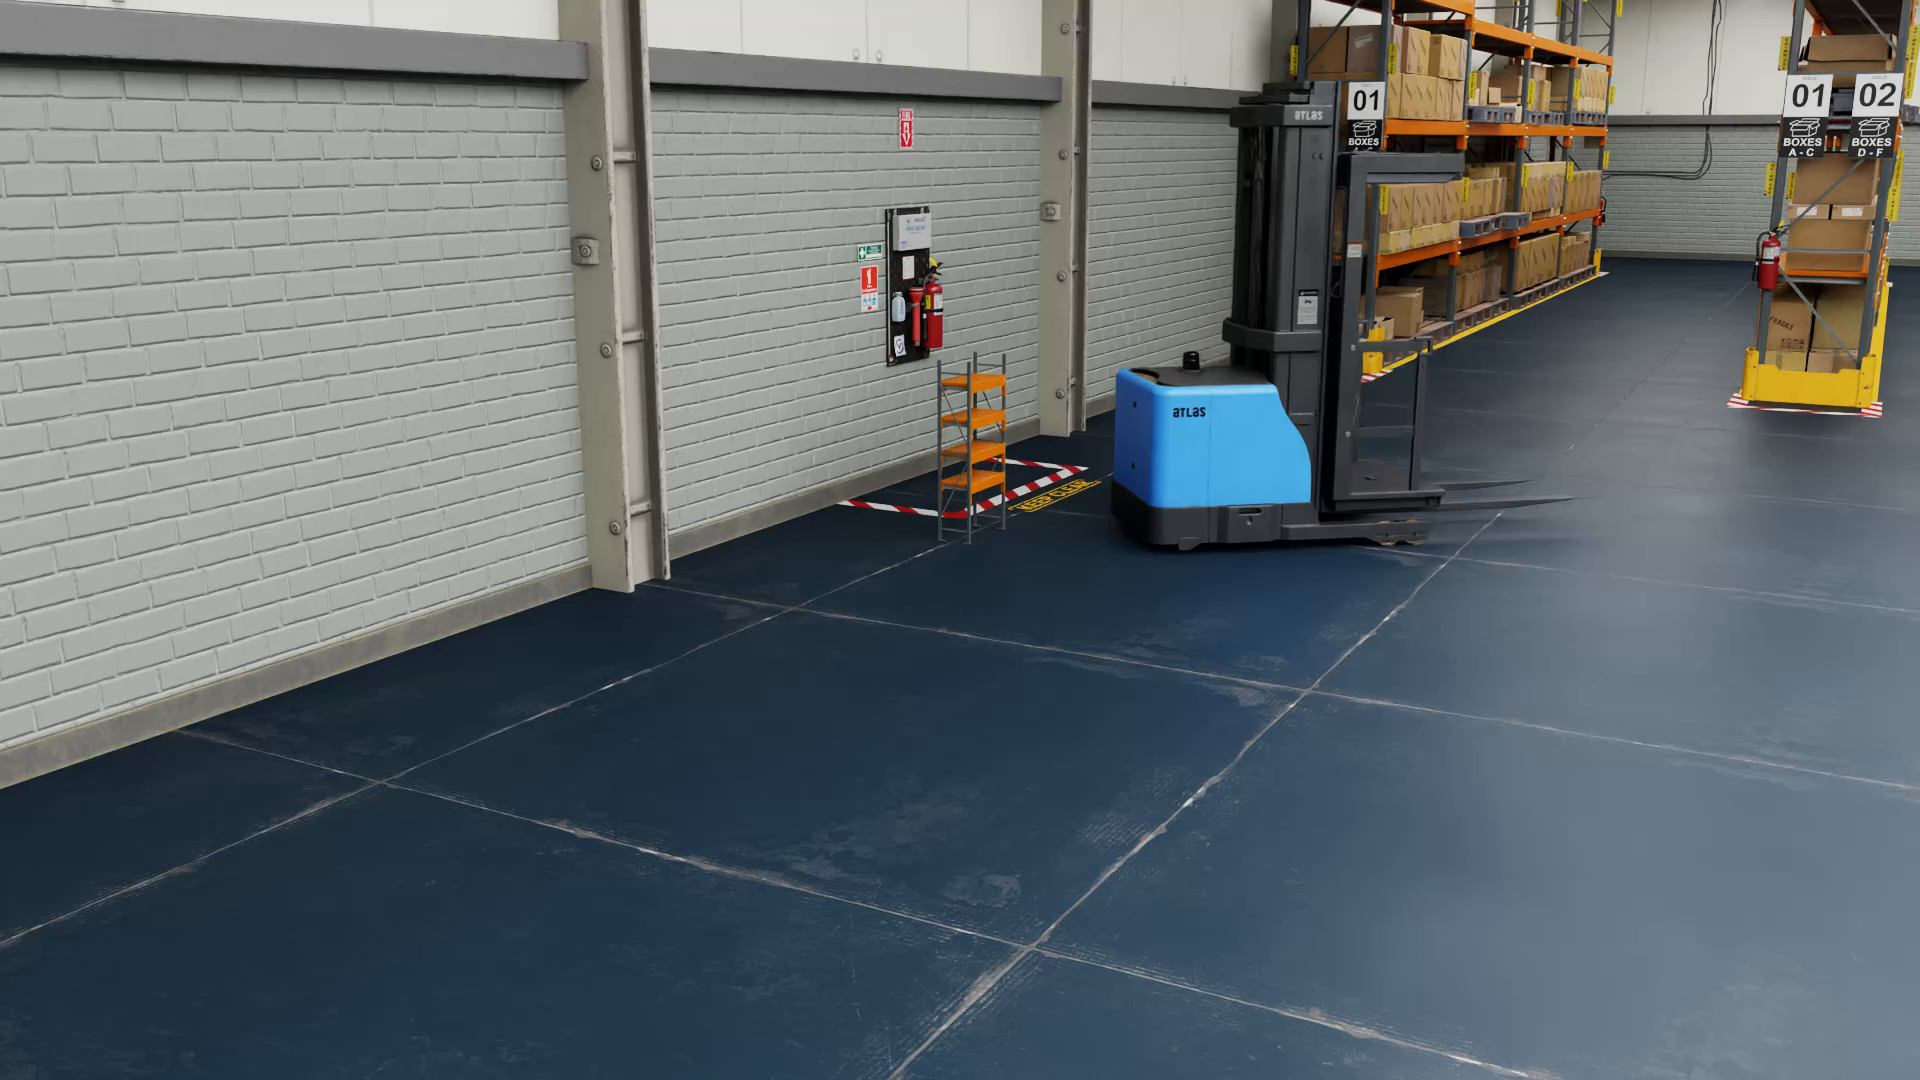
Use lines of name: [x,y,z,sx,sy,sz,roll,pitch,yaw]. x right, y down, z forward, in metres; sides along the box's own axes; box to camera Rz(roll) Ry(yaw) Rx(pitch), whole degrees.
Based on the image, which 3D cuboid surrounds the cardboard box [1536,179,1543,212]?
cardboard box: [9.067,-5.549,26.762,0.500,0.500,0.500,7,15,28]

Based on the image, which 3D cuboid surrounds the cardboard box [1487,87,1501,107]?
cardboard box: [7.398,-6.330,24.229,0.797,0.503,0.637,10,17,36]

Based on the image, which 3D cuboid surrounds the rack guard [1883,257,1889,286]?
rack guard: [16.275,-4.918,30.366,1.175,0.500,0.348,7,15,28]

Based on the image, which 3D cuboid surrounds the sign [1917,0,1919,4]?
sign: [16.787,-9.529,29.028,0.100,0.325,0.005,7,15,28]

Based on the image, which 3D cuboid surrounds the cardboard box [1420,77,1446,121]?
cardboard box: [5.654,-5.412,20.425,0.500,0.500,0.500,7,15,26]

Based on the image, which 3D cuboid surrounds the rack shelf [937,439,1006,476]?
rack shelf: [0.080,-0.552,11.050,0.258,0.148,0.480,7,15,28]

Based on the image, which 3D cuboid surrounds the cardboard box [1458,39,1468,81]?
cardboard box: [6.167,-6.116,21.214,0.500,0.500,0.500,6,15,23]

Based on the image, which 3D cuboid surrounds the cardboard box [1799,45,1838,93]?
cardboard box: [9.604,-5.144,18.154,0.797,0.503,0.637,9,16,34]

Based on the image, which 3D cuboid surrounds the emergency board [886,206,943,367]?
emergency board: [-0.309,-1.934,12.657,0.194,1.169,0.643,7,15,28]

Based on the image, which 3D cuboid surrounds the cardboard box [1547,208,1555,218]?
cardboard box: [9.782,-5.511,27.987,0.380,0.149,0.250,7,15,28]

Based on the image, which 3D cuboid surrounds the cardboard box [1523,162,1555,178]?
cardboard box: [9.535,-6.123,27.539,0.500,0.250,0.500,8,16,29]

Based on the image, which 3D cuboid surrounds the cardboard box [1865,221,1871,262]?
cardboard box: [9.308,-3.218,17.770,0.700,0.500,0.500,7,15,28]

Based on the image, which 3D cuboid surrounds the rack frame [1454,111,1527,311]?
rack frame: [8.106,-5.068,25.654,1.000,3.000,0.127,7,15,28]

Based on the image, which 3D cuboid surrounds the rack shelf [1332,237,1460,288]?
rack shelf: [5.205,-3.487,20.633,1.077,0.370,4.000,7,15,28]

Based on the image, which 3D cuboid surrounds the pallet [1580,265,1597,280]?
pallet: [11.655,-5.181,32.072,1.003,0.211,1.213,7,15,28]

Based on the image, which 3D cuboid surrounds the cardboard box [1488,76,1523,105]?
cardboard box: [8.286,-6.893,25.671,0.700,0.500,0.500,6,15,24]

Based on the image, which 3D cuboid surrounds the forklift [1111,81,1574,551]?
forklift: [2.611,-1.504,11.017,3.031,2.935,1.130,-2,14,-10]

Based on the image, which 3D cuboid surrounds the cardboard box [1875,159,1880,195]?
cardboard box: [10.301,-4.274,19.381,0.700,0.500,0.500,7,15,28]

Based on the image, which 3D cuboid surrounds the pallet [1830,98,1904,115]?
pallet: [9.530,-4.675,17.812,1.003,0.211,1.213,7,15,28]

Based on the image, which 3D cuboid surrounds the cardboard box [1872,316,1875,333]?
cardboard box: [11.170,-2.714,20.860,0.500,0.250,0.500,8,16,29]

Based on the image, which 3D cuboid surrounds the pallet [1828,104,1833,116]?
pallet: [10.925,-5.234,20.353,0.805,0.209,1.217,7,15,26]

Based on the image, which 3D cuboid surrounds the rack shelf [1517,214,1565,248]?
rack shelf: [9.073,-5.128,27.441,1.077,0.370,4.000,7,15,28]

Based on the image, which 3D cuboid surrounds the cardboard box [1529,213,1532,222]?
cardboard box: [8.800,-5.092,26.249,0.380,0.149,0.250,8,16,30]

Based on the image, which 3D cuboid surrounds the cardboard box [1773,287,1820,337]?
cardboard box: [9.289,-2.551,18.586,0.500,0.500,0.500,7,15,28]

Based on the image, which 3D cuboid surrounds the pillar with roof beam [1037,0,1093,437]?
pillar with roof beam: [4.688,-4.866,12.016,9.100,9.000,0.400,7,15,28]

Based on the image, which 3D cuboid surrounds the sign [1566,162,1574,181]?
sign: [10.519,-6.353,28.685,0.100,0.325,0.005,7,15,28]

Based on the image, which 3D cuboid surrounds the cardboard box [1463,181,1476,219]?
cardboard box: [6.724,-4.724,23.076,0.700,0.500,0.500,9,16,34]

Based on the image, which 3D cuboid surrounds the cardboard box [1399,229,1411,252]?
cardboard box: [4.991,-3.536,19.576,0.500,0.250,0.500,7,15,26]

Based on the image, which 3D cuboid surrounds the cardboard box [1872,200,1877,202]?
cardboard box: [9.576,-3.551,17.763,0.380,0.149,0.250,7,15,27]

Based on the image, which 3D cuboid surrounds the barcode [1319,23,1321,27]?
barcode: [4.144,-5.913,19.135,0.001,0.075,0.075,7,15,28]

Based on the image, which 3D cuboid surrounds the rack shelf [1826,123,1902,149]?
rack shelf: [11.477,-5.205,21.360,1.077,0.370,4.000,7,15,28]

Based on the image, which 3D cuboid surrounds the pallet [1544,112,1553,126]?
pallet: [8.909,-6.802,26.851,1.003,0.211,1.213,8,16,31]

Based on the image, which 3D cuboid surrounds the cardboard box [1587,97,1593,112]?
cardboard box: [11.105,-7.847,29.995,0.500,0.250,0.500,7,15,26]

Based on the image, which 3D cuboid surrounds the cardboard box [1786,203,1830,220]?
cardboard box: [8.595,-3.330,16.848,0.380,0.149,0.250,7,15,27]

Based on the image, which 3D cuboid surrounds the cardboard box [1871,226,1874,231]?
cardboard box: [12.251,-4.169,22.464,0.380,0.149,0.250,7,15,28]

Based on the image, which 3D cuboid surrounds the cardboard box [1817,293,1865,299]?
cardboard box: [9.501,-2.390,17.916,0.500,0.500,0.500,7,15,28]

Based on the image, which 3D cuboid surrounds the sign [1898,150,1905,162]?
sign: [16.788,-6.798,29.687,0.100,0.325,0.005,7,15,28]

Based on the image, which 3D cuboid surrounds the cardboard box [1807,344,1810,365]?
cardboard box: [8.808,-1.981,17.821,0.500,0.250,0.500,7,15,28]

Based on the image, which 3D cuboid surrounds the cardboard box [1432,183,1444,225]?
cardboard box: [5.725,-4.211,20.779,0.500,0.500,0.500,7,15,26]

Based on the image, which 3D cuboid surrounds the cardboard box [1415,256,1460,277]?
cardboard box: [6.723,-3.854,23.414,0.500,0.250,0.500,7,15,27]

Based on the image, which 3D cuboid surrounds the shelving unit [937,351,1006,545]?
shelving unit: [0.080,-0.617,11.034,0.258,1.200,0.503,7,15,28]

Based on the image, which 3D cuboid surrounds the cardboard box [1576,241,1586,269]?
cardboard box: [11.481,-5.440,31.638,0.700,0.500,0.500,7,15,28]

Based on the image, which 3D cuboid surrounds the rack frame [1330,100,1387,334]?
rack frame: [4.238,-3.426,18.846,1.000,3.000,0.127,7,15,28]

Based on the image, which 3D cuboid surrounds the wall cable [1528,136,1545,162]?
wall cable: [11.764,-7.573,33.878,0.084,1.984,1.851,7,15,28]

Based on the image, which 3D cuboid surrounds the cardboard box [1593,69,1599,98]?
cardboard box: [11.362,-8.321,30.360,0.500,0.500,0.500,7,15,26]

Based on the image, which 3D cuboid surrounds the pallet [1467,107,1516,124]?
pallet: [7.062,-5.942,23.280,1.213,0.211,1.003,7,15,28]

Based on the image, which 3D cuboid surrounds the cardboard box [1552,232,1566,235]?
cardboard box: [11.364,-5.803,31.756,0.380,0.149,0.250,7,15,28]

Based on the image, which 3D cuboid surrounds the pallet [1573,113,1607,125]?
pallet: [11.624,-7.971,31.485,1.003,0.211,1.213,7,15,28]

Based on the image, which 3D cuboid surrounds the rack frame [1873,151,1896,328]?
rack frame: [12.444,-4.507,23.329,1.000,3.000,0.127,7,15,28]

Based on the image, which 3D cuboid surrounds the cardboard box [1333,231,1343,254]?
cardboard box: [4.295,-3.481,19.350,0.500,0.250,0.500,8,16,29]

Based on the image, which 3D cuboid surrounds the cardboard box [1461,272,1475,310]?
cardboard box: [7.001,-3.611,24.004,0.700,0.500,0.500,8,15,29]

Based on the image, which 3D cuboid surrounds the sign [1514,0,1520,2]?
sign: [9.566,-9.404,28.509,0.100,0.325,0.005,7,15,28]

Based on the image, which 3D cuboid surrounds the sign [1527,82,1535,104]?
sign: [8.580,-6.715,24.985,0.100,0.325,0.005,7,15,28]

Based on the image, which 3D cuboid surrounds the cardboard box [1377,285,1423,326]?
cardboard box: [5.705,-3.028,21.590,0.500,0.500,0.500,6,15,24]

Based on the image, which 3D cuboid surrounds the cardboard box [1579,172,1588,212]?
cardboard box: [11.017,-6.443,30.720,0.980,0.700,0.700,7,15,25]

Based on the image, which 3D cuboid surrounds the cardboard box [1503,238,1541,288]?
cardboard box: [9.005,-4.542,27.164,0.750,0.750,0.750,7,15,28]

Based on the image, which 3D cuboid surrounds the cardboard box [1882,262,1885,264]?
cardboard box: [14.144,-4.092,26.004,0.500,0.500,0.500,7,15,28]
